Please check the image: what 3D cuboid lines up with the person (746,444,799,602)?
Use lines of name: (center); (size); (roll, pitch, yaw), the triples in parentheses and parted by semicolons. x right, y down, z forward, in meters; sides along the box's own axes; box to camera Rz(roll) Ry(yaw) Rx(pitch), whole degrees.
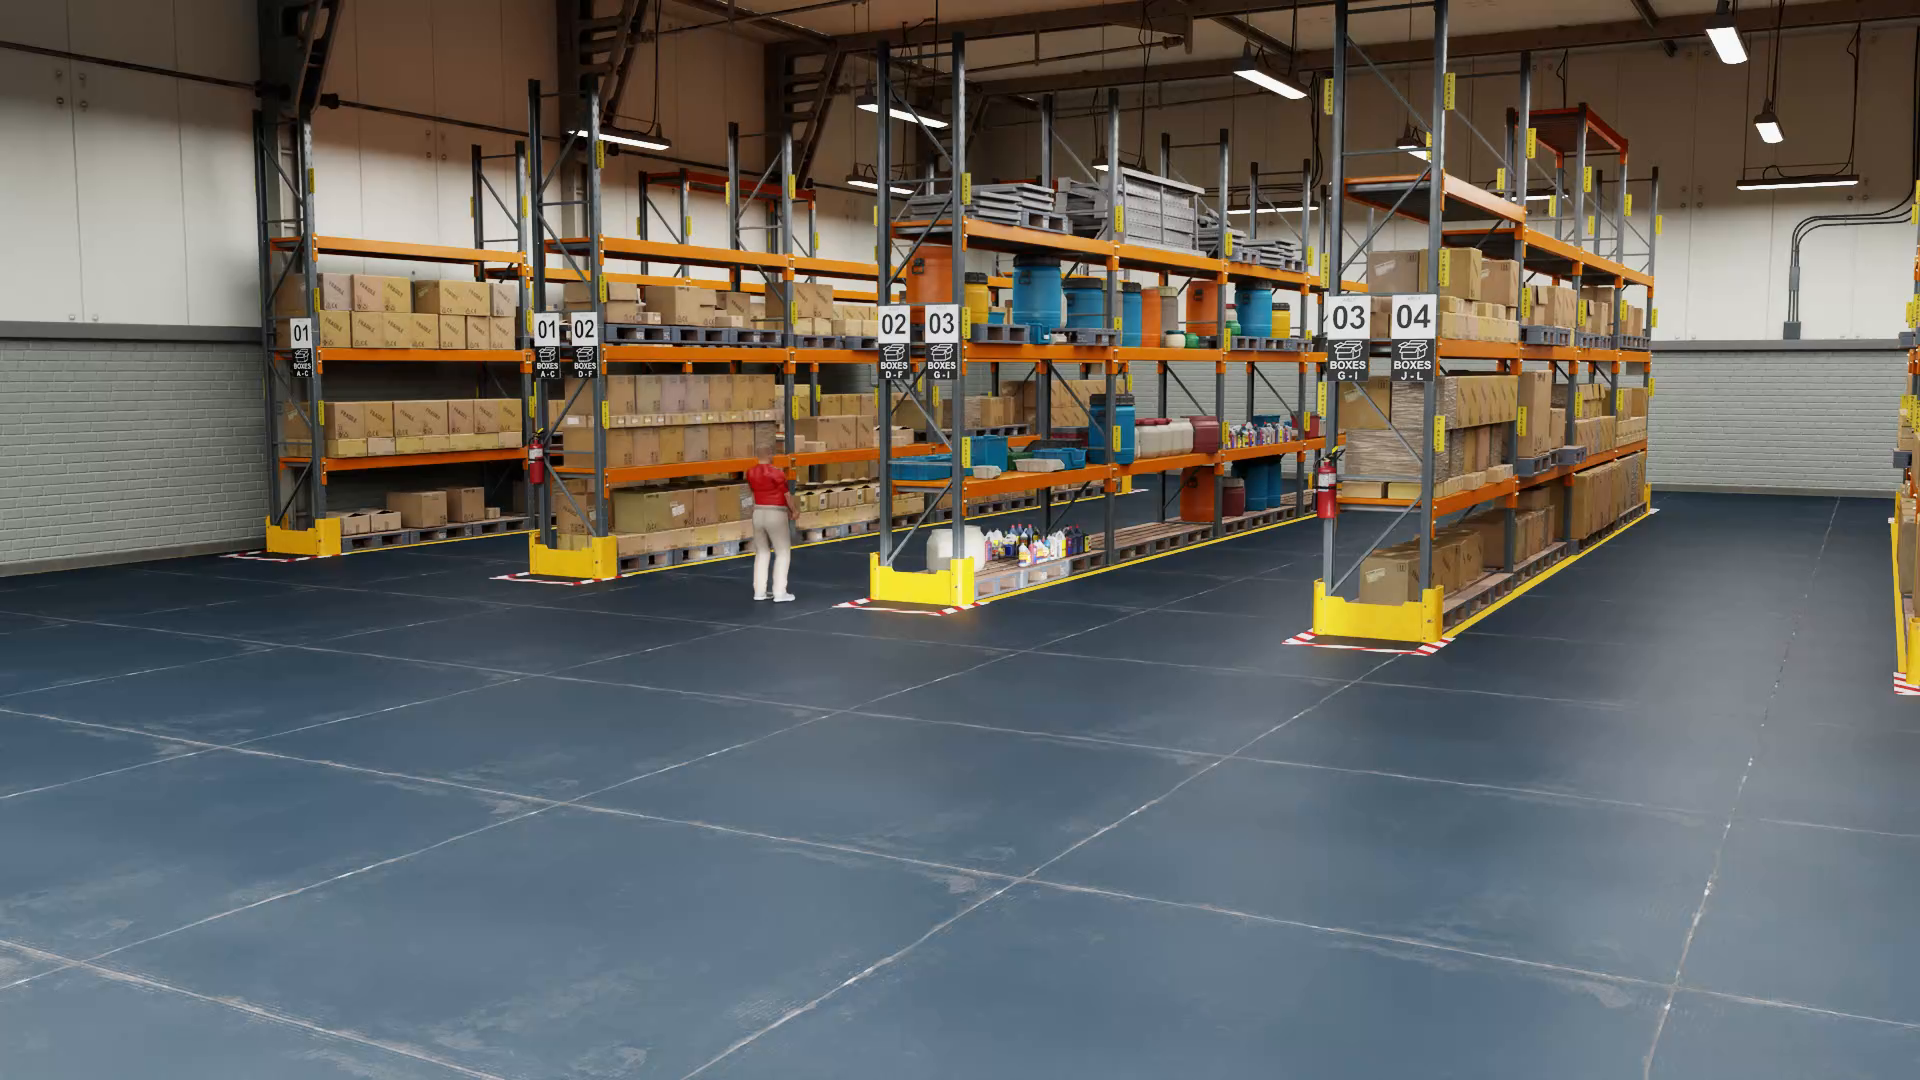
person: (-2.034, -0.201, 18.212); (0.494, 1.713, 0.536); (3, 7, 29)
